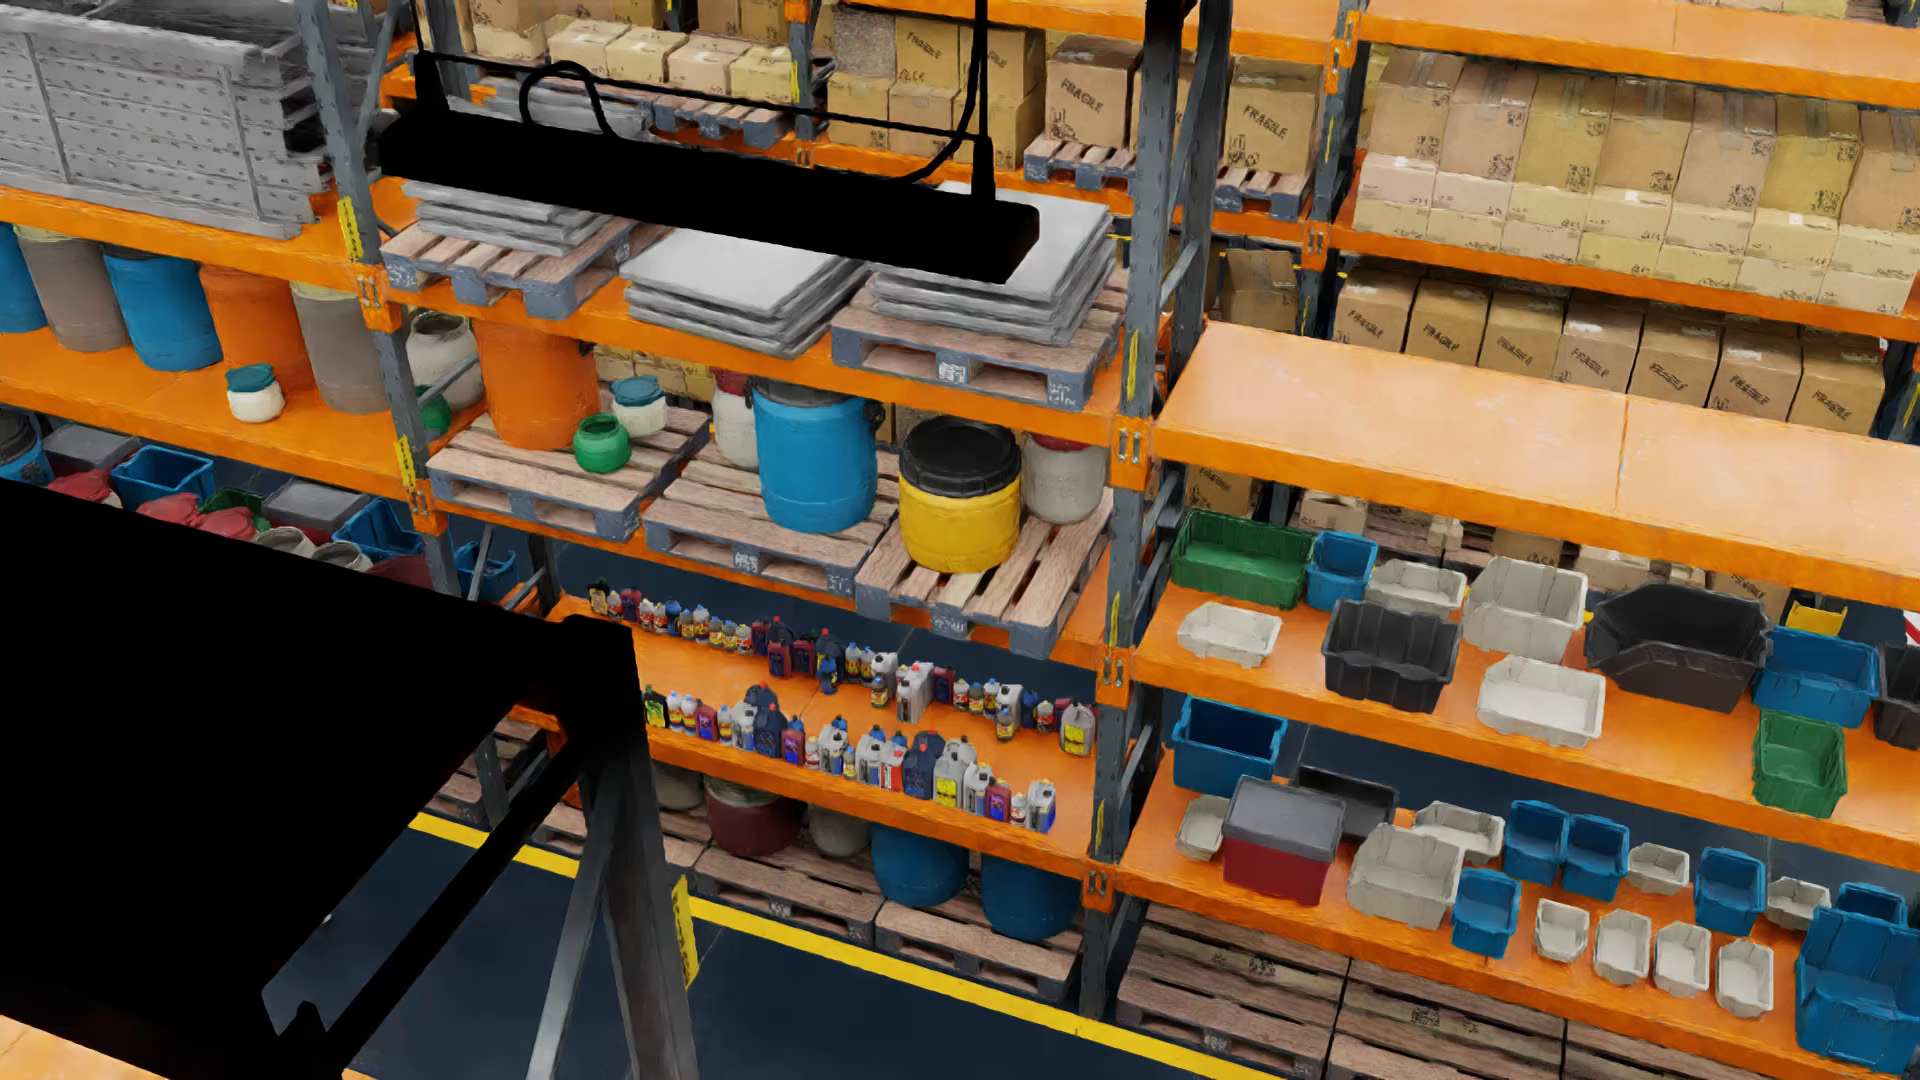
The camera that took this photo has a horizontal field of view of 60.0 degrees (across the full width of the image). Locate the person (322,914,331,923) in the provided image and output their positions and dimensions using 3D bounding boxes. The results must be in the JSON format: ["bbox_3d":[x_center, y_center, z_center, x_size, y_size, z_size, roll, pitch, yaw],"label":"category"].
[{"bbox_3d":[-4.360,1.664,9.771,1.016,1.604,0.446,8,37,10],"label":"person"}]
